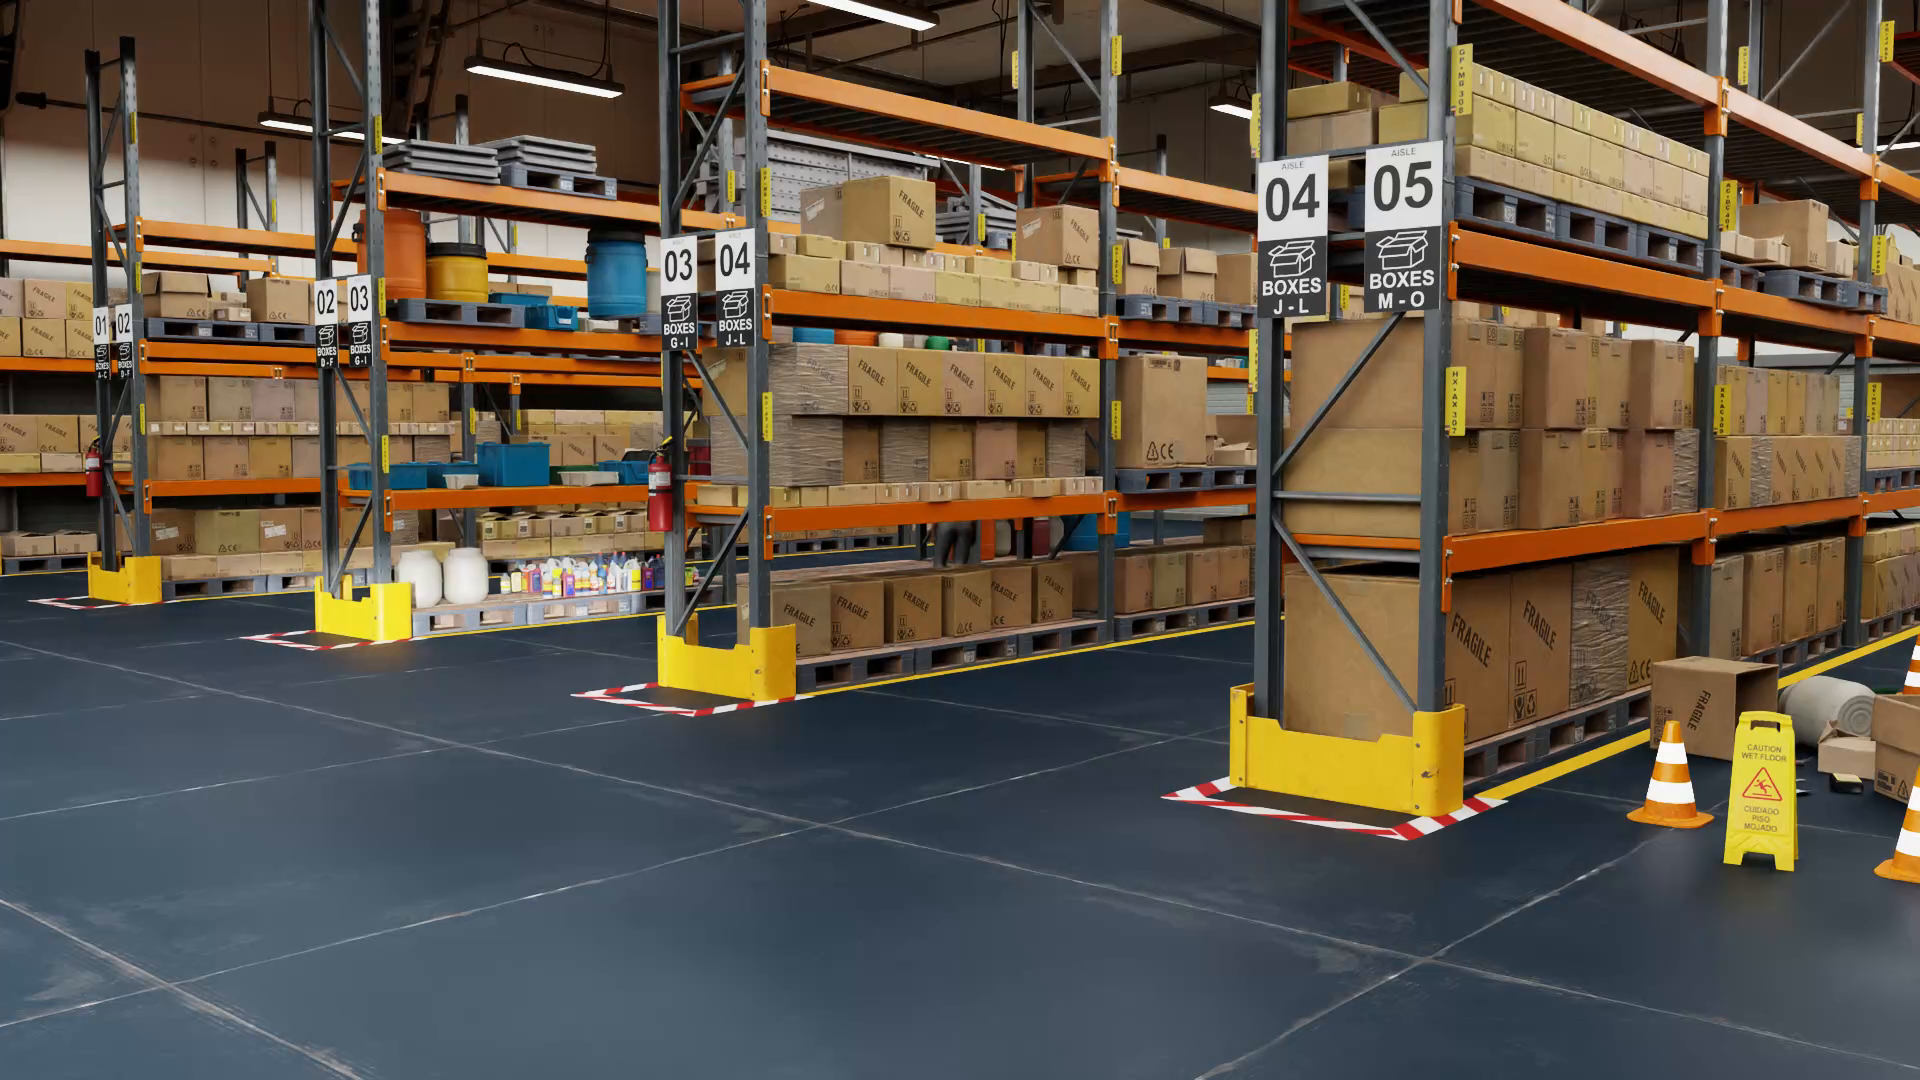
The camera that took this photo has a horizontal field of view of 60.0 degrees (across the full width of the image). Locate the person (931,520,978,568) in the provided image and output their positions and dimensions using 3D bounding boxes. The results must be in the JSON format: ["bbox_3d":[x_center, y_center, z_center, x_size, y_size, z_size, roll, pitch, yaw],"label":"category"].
[{"bbox_3d":[-0.087,-0.091,17.051,0.506,1.687,0.479,-1,4,-11],"label":"person"}]
